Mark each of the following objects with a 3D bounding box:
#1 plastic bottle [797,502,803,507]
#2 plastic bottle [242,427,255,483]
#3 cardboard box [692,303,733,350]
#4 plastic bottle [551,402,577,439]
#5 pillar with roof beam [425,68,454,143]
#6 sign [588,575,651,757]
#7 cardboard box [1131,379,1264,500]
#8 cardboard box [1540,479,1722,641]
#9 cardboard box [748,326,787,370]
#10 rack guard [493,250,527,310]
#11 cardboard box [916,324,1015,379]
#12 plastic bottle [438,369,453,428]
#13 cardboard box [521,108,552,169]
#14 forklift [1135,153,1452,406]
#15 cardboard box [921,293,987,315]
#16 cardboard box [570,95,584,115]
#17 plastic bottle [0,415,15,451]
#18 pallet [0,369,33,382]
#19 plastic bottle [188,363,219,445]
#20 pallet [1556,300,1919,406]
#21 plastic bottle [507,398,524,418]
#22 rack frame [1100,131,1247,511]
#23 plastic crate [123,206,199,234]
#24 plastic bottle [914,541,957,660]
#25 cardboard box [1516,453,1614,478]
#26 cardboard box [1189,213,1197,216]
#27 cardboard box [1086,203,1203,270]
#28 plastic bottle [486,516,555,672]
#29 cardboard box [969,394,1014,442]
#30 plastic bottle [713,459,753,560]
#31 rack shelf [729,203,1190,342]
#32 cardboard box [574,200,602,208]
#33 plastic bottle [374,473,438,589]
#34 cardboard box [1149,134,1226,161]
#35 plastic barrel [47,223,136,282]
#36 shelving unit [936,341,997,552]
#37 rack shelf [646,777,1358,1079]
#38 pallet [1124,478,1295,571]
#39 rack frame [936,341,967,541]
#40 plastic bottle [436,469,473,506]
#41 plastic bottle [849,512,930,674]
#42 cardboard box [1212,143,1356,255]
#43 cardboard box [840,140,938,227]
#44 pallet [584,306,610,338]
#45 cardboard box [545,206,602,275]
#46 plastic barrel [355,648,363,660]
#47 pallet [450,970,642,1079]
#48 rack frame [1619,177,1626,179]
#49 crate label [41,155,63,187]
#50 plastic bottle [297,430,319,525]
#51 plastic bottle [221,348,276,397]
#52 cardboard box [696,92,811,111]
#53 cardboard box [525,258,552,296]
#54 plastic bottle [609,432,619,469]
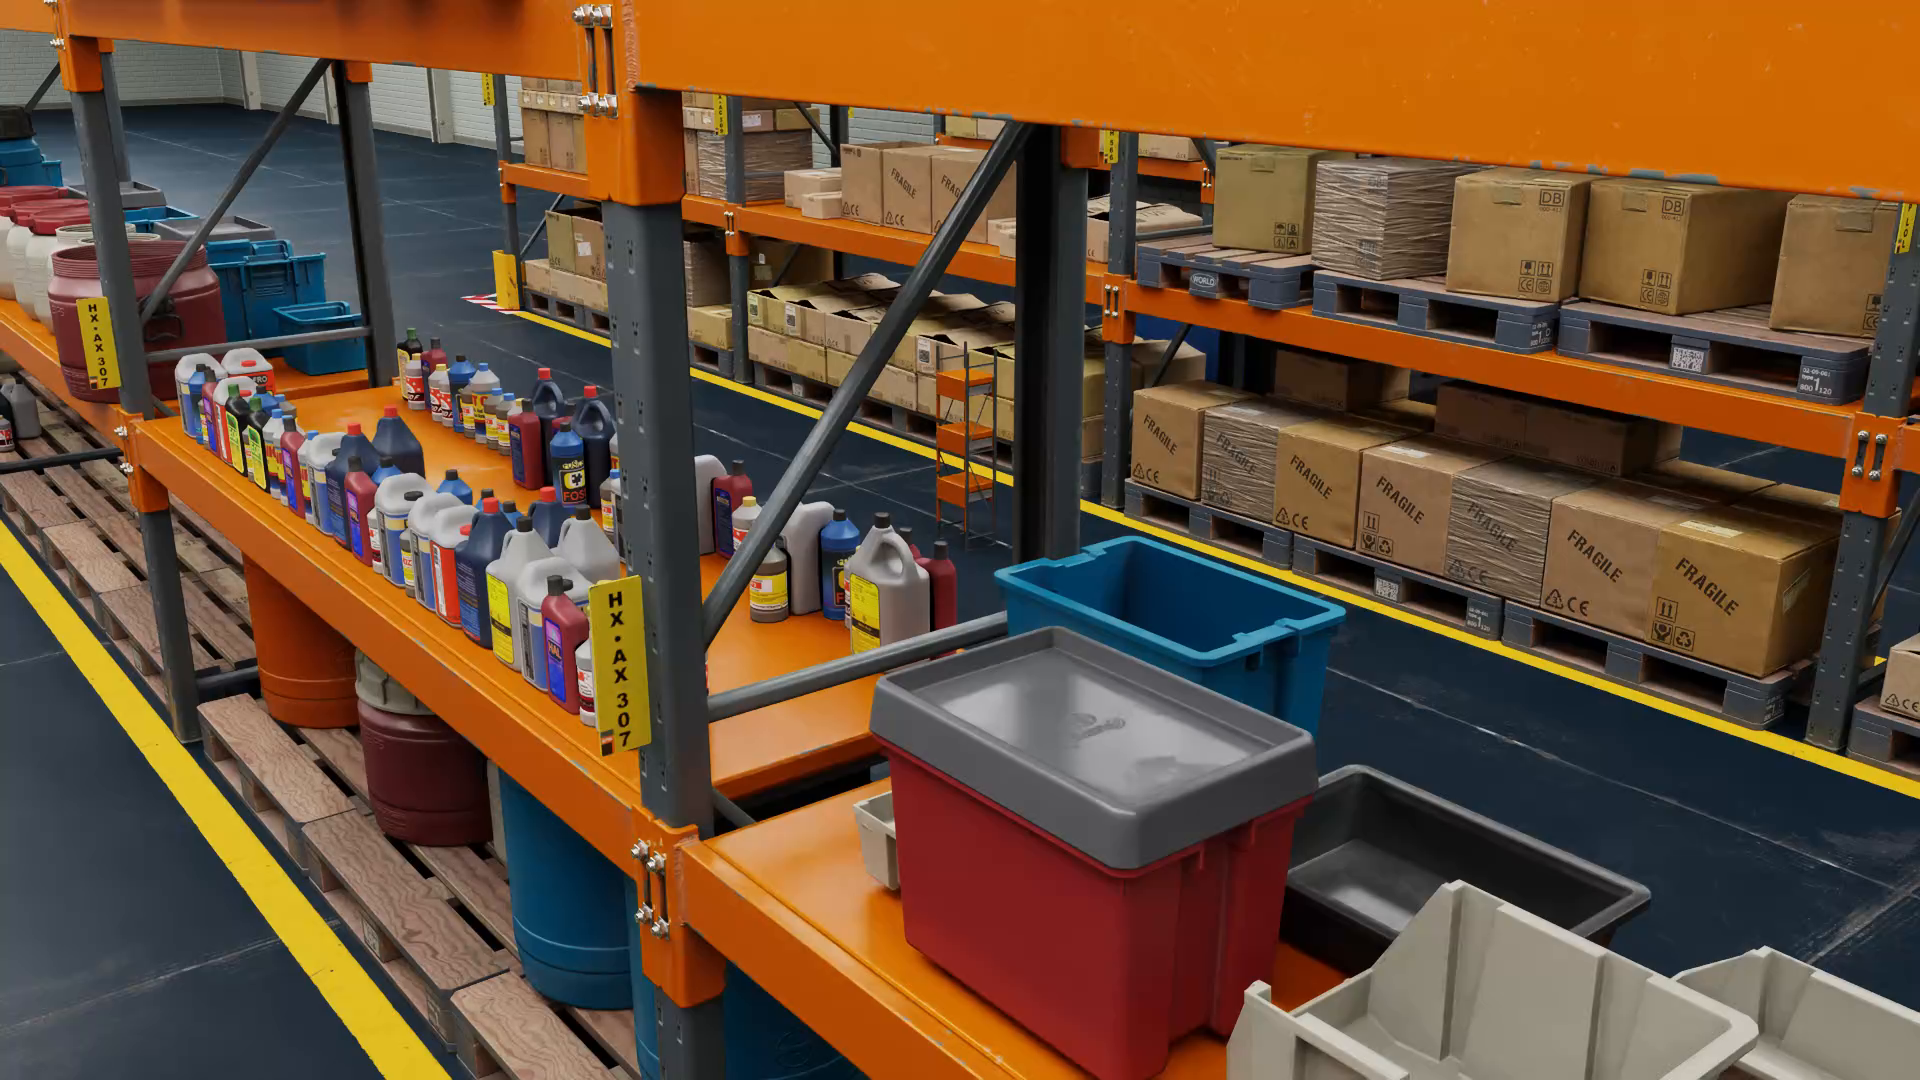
[{"bbox_3d":[-0.440,-0.001,4.297,0.097,0.271,0.097,0,18,0],"label":"plastic bottle"},{"bbox_3d":[-2.221,-0.290,5.283,0.097,0.201,0.097,0,18,0],"label":"plastic bottle"},{"bbox_3d":[-1.714,-1.652,12.786,0.500,0.250,0.500,-14,23,-36],"label":"cardboard box"},{"bbox_3d":[-1.212,-0.291,5.156,0.061,0.283,0.133,-14,23,-36],"label":"plastic bottle"},{"bbox_3d":[-13.296,-11.079,28.006,9.100,9.000,0.400,-14,23,-36],"label":"pillar with roof beam"},{"bbox_3d":[-0.606,0.226,2.967,0.100,0.325,0.005,-14,23,-36],"label":"sign"},{"bbox_3d":[1.287,-0.555,9.043,0.500,0.500,0.500,-13,22,-34],"label":"cardboard box"},{"bbox_3d":[2.881,0.074,7.145,0.500,0.500,0.500,-14,23,-36],"label":"cardboard box"},{"bbox_3d":[-1.199,-1.433,12.124,0.500,0.250,0.500,-15,23,-37],"label":"cardboard box"},{"bbox_3d":[-3.754,-2.491,15.591,1.175,0.500,0.348,-14,23,-36],"label":"rack guard"},{"bbox_3d":[0.071,-1.194,10.510,0.500,0.311,0.500,-14,23,-36],"label":"cardboard box"},{"bbox_3d":[-1.810,-0.511,5.951,0.097,0.201,0.097,0,18,0],"label":"plastic bottle"},{"bbox_3d":[-3.459,-3.602,14.809,0.700,0.500,0.500,-14,23,-36],"label":"cardboard box"},{"bbox_3d":[2.523,-2.087,10.502,1.130,2.935,3.031,-15,23,-38],"label":"forklift"},{"bbox_3d":[-0.143,-1.552,11.593,0.500,0.311,0.500,-14,23,-36],"label":"cardboard box"},{"bbox_3d":[-3.022,-3.635,13.876,0.380,0.149,0.250,-15,23,-38],"label":"cardboard box"},{"bbox_3d":[-5.610,-0.630,9.744,0.097,0.201,0.097,0,18,0],"label":"plastic bottle"},{"bbox_3d":[-7.040,-1.172,12.065,1.003,0.211,1.213,-14,23,-36],"label":"pallet"},{"bbox_3d":[-2.591,-0.470,5.715,0.097,0.271,0.097,0,18,0],"label":"plastic bottle"},{"bbox_3d":[3.301,-0.842,6.939,1.003,0.211,1.213,-14,23,-36],"label":"pallet"},{"bbox_3d":[-1.447,-0.367,5.516,0.097,0.201,0.097,0,18,0],"label":"plastic bottle"},{"bbox_3d":[1.229,-1.701,9.227,1.000,3.000,0.127,-14,23,-36],"label":"rack frame"},{"bbox_3d":[-4.212,-1.502,8.652,0.392,0.384,0.575,-14,23,-36],"label":"plastic crate"},{"bbox_3d":[-0.066,0.132,3.876,0.061,0.283,0.133,-14,23,-36],"label":"plastic bottle"},{"bbox_3d":[2.958,-0.158,7.844,0.500,0.500,0.500,-14,23,-35],"label":"cardboard box"},{"bbox_3d":[1.950,-2.924,16.199,0.500,0.500,0.500,-16,24,-40],"label":"cardboard box"},{"bbox_3d":[1.037,-1.757,9.537,0.500,0.311,0.500,-12,22,-33],"label":"cardboard box"},{"bbox_3d":[-1.000,0.112,3.832,0.144,0.351,0.185,-14,23,-36],"label":"plastic bottle"},{"bbox_3d":[0.388,-0.803,10.222,0.500,0.250,0.500,-14,23,-37],"label":"cardboard box"},{"bbox_3d":[-0.618,-0.086,4.537,0.061,0.283,0.133,-14,23,-36],"label":"plastic bottle"},{"bbox_3d":[-0.013,-1.852,10.828,1.077,0.370,4.000,-14,23,-36],"label":"rack shelf"},{"bbox_3d":[-3.172,-2.848,15.205,0.500,0.500,0.500,-14,23,-36],"label":"cardboard box"},{"bbox_3d":[-1.439,-0.029,4.376,0.152,0.276,0.135,-14,23,-36],"label":"plastic bottle"},{"bbox_3d":[2.094,-3.650,15.320,0.500,0.250,0.500,-14,23,-36],"label":"cardboard box"},{"bbox_3d":[-3.724,-1.104,7.246,0.421,0.512,0.421,0,18,0],"label":"plastic barrel"},{"bbox_3d":[0.033,-0.485,8.658,0.215,1.050,0.252,-14,23,-36],"label":"shelving unit"},{"bbox_3d":[1.069,1.085,1.958,1.077,0.370,4.000,-14,23,-36],"label":"rack shelf"},{"bbox_3d":[1.662,-0.186,9.087,1.003,0.211,1.213,-14,23,-36],"label":"pallet"},{"bbox_3d":[-0.043,-0.515,8.748,0.200,1.050,0.008,-14,23,-36],"label":"rack frame"},{"bbox_3d":[-1.353,-0.056,4.464,0.097,0.271,0.097,0,18,0],"label":"plastic bottle"},{"bbox_3d":[-0.163,0.114,3.824,0.144,0.351,0.185,-14,23,-36],"label":"plastic bottle"},{"bbox_3d":[1.708,-1.814,8.743,0.500,0.500,0.700,11,21,30],"label":"cardboard box"},{"bbox_3d":[-0.464,-2.412,11.215,0.500,0.500,0.500,-12,22,-32],"label":"cardboard box"},{"bbox_3d":[-2.478,-1.868,14.167,1.003,0.211,1.213,-14,23,-36],"label":"pallet"},{"bbox_3d":[-3.268,-2.624,14.527,0.500,0.500,0.500,-14,23,-36],"label":"cardboard box"},{"bbox_3d":[-1.919,0.486,5.914,0.421,0.512,0.421,0,18,0],"label":"plastic barrel"},{"bbox_3d":[-0.620,1.376,4.371,1.003,0.211,1.213,-14,23,-36],"label":"pallet"},{"bbox_3d":[5.109,-2.668,12.149,1.000,3.000,0.127,-14,23,-36],"label":"rack frame"},{"bbox_3d":[-6.269,-2.322,11.048,0.502,0.435,0.616,-14,23,-36],"label":"crate label"},{"bbox_3d":[-1.874,-0.186,4.856,0.097,0.271,0.097,0,18,0],"label":"plastic bottle"},{"bbox_3d":[-2.522,-0.536,5.907,0.152,0.276,0.135,-14,23,-36],"label":"plastic bottle"},{"bbox_3d":[-1.536,-3.458,12.310,0.700,0.500,0.500,-14,23,-36],"label":"cardboard box"},{"bbox_3d":[-3.580,-2.391,15.016,0.500,0.250,0.500,-14,23,-36],"label":"cardboard box"},{"bbox_3d":[-0.992,-0.220,4.959,0.097,0.271,0.097,0,18,0],"label":"plastic bottle"}]
